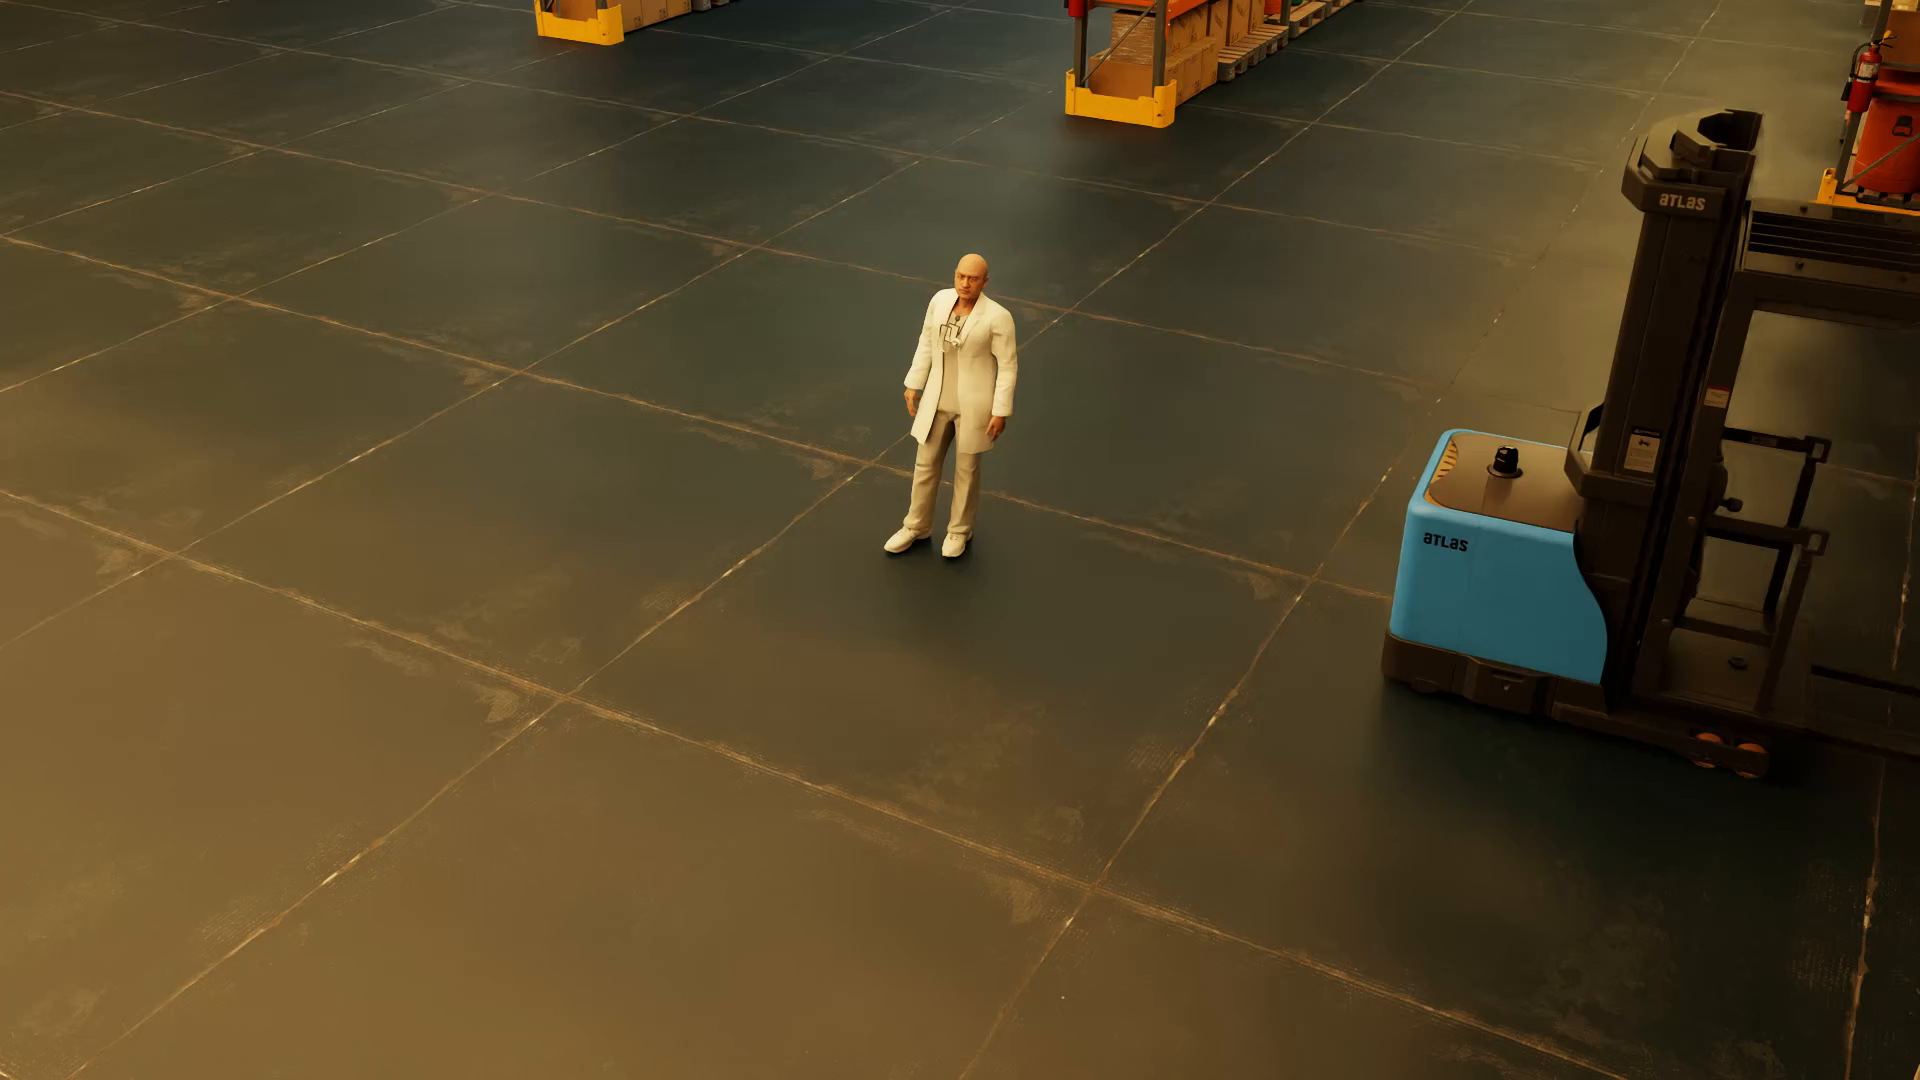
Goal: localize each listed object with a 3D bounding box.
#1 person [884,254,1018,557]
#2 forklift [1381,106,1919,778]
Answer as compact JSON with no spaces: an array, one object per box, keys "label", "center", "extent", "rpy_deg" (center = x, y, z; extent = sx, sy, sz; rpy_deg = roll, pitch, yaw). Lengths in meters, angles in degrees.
[{"label":"person","center":[-0.048,-0.737,9.487],"extent":[0.696,1.777,0.578],"rpy_deg":[15,33,25]},{"label":"forklift","center":[3.760,-0.426,7.808],"extent":[3.031,2.935,1.130],"rpy_deg":[13,32,21]}]
